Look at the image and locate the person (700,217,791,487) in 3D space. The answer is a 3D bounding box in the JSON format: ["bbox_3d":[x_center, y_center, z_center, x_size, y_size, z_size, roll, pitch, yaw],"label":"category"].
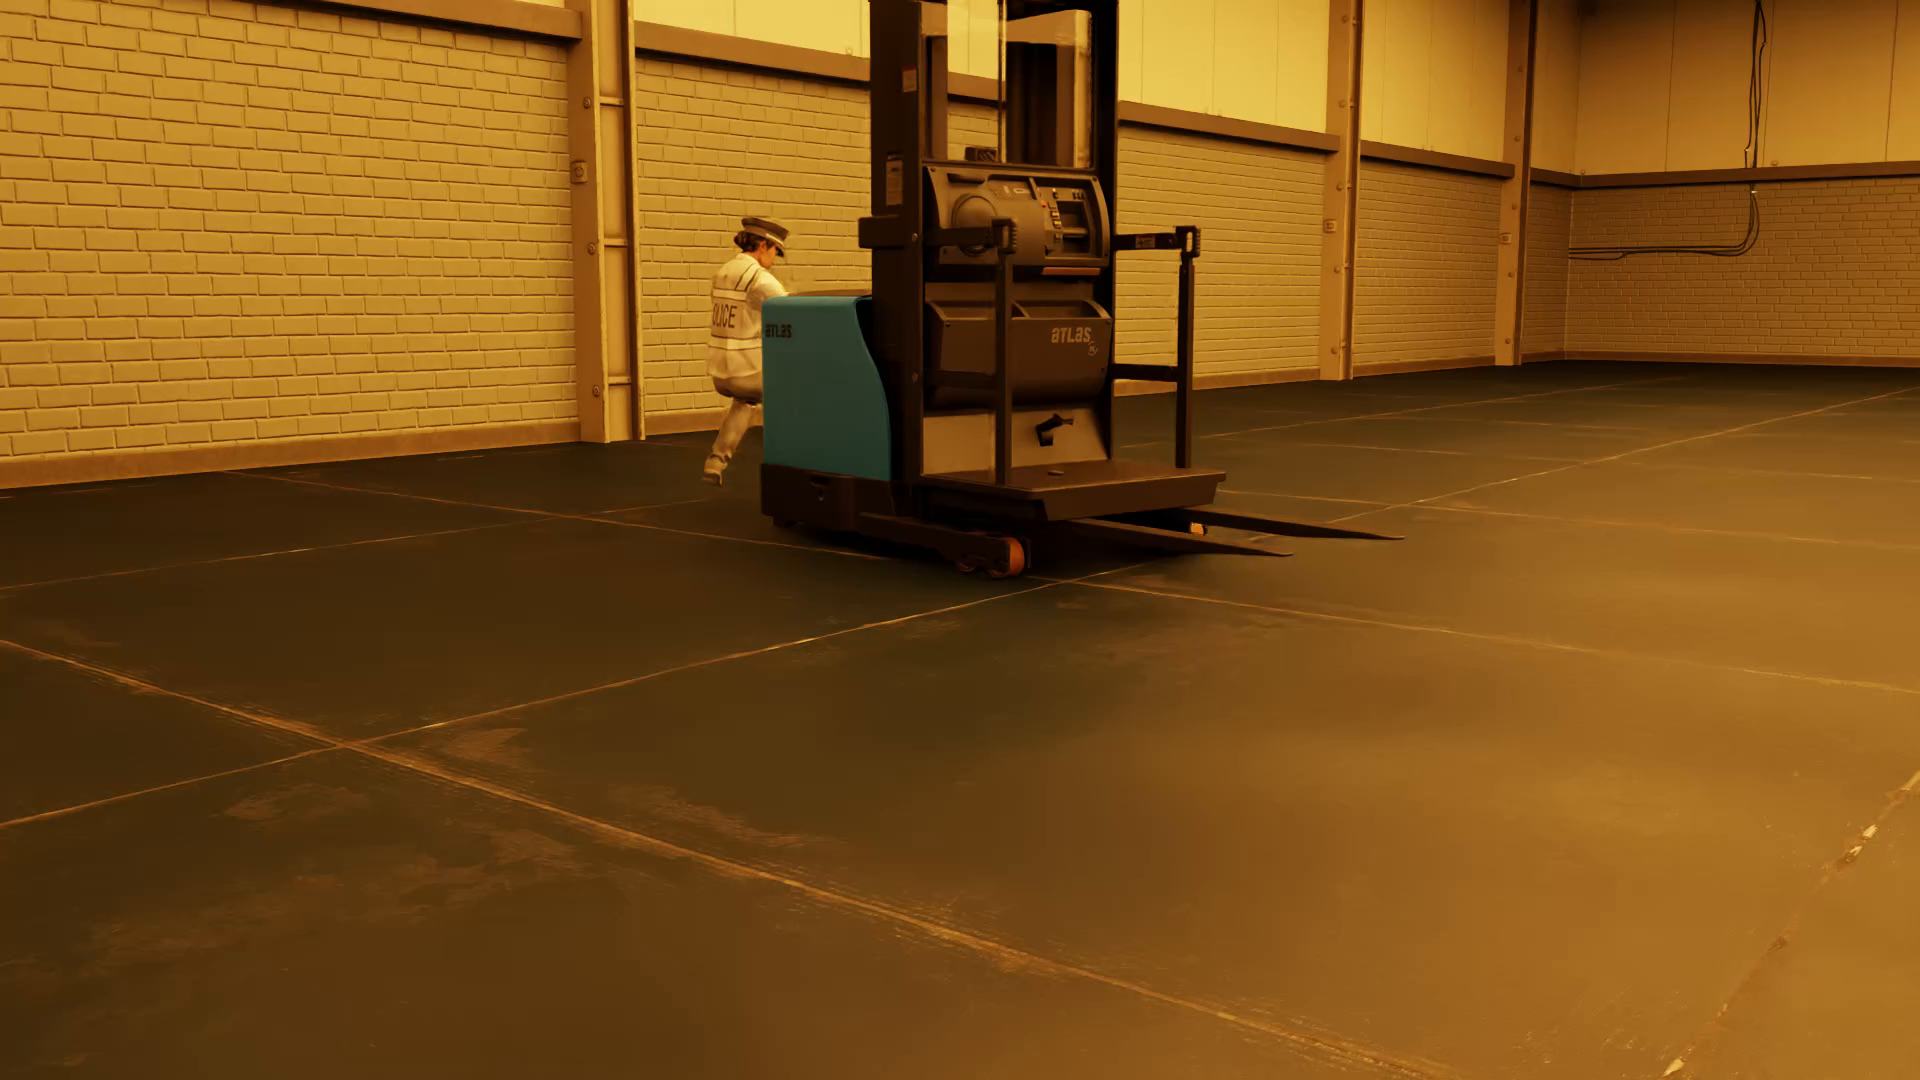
[{"bbox_3d":[-0.985,-0.934,8.592,0.654,1.422,1.092,-6,10,-36],"label":"person"}]

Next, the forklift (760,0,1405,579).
[{"bbox_3d":[0.385,-1.382,6.724,1.130,2.935,3.031,-7,11,-38],"label":"forklift"}]
